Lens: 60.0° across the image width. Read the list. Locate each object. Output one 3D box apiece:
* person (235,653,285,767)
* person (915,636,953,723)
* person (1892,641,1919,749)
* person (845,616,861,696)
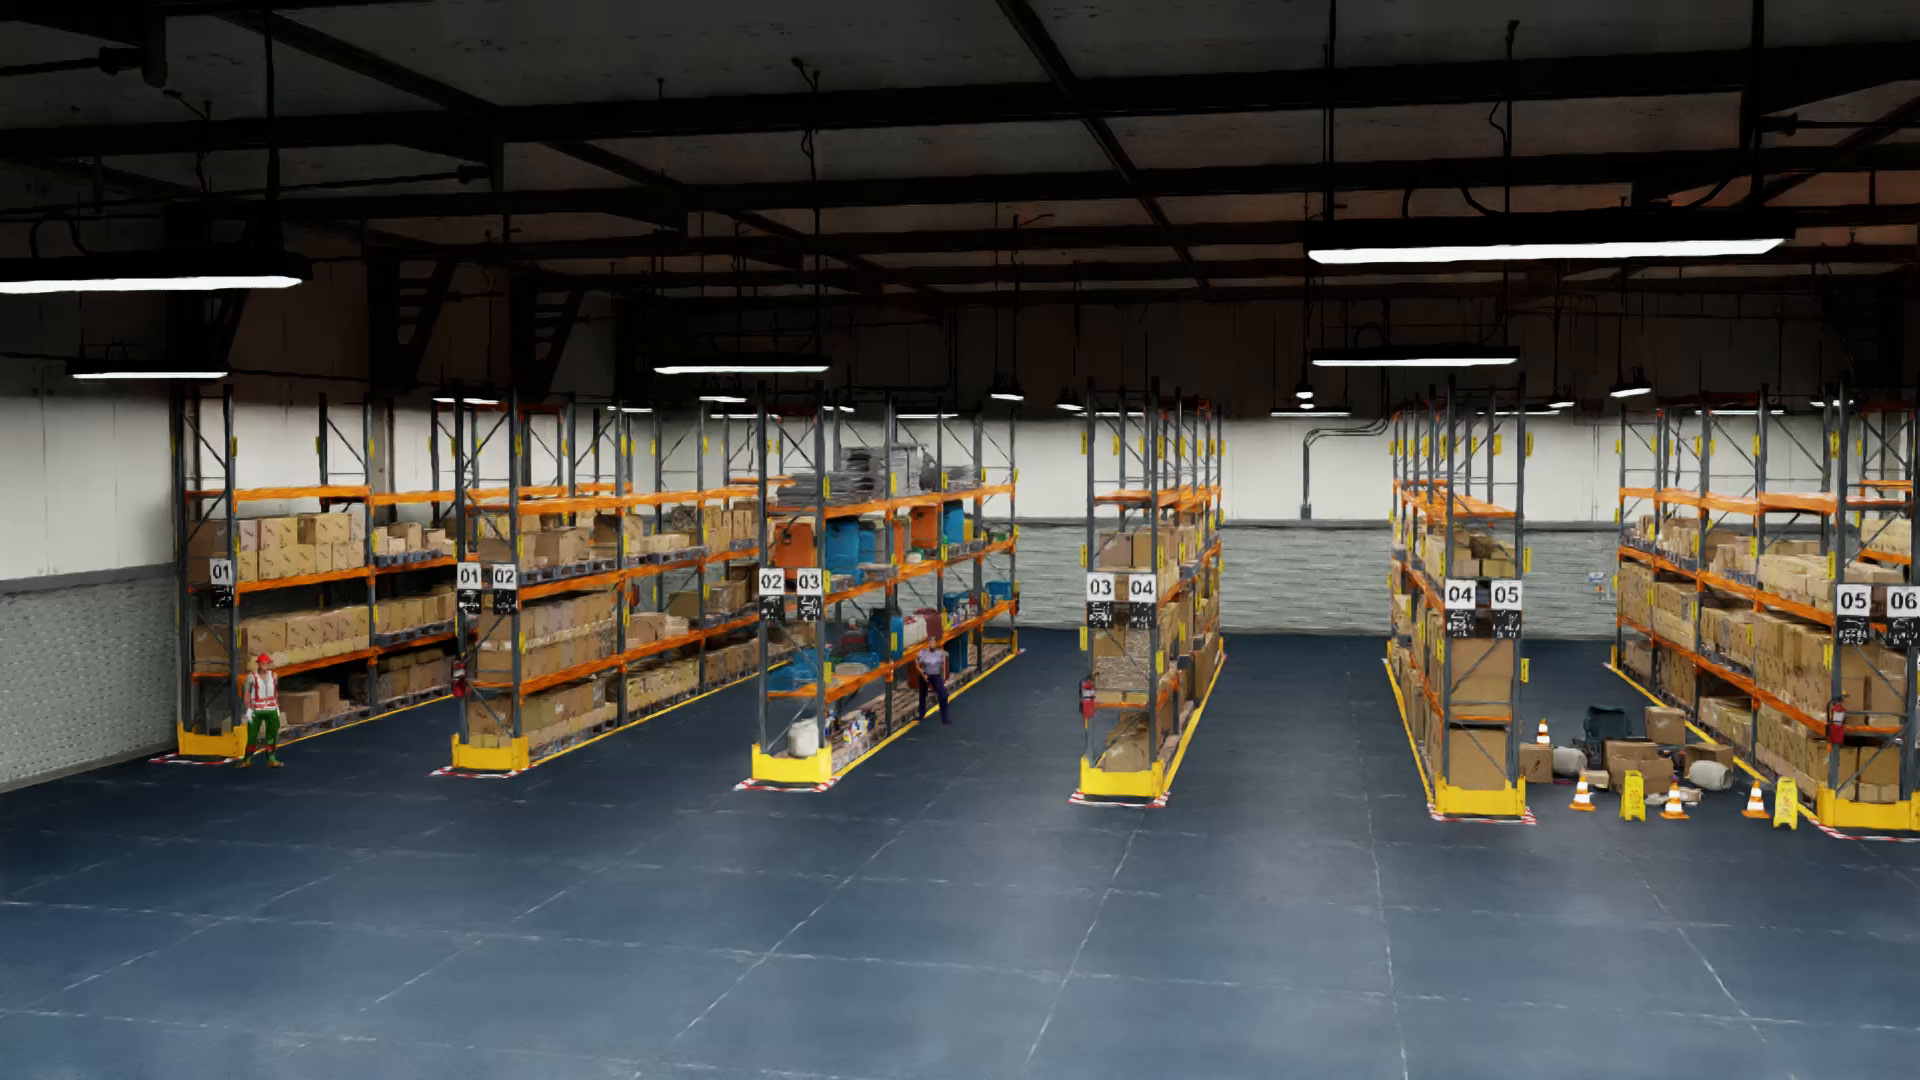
[{"bbox_3d":[-10.941,2.661,25.922,0.692,1.790,0.471,-3,4,-40],"label":"person"},{"bbox_3d":[-0.500,2.519,30.142,0.655,1.591,0.768,0,3,-9],"label":"person"},{"bbox_3d":[15.841,2.548,27.648,0.608,1.770,0.656,3,4,40],"label":"person"},{"bbox_3d":[-2.135,2.319,33.484,0.499,1.578,1.078,1,3,16],"label":"person"}]
